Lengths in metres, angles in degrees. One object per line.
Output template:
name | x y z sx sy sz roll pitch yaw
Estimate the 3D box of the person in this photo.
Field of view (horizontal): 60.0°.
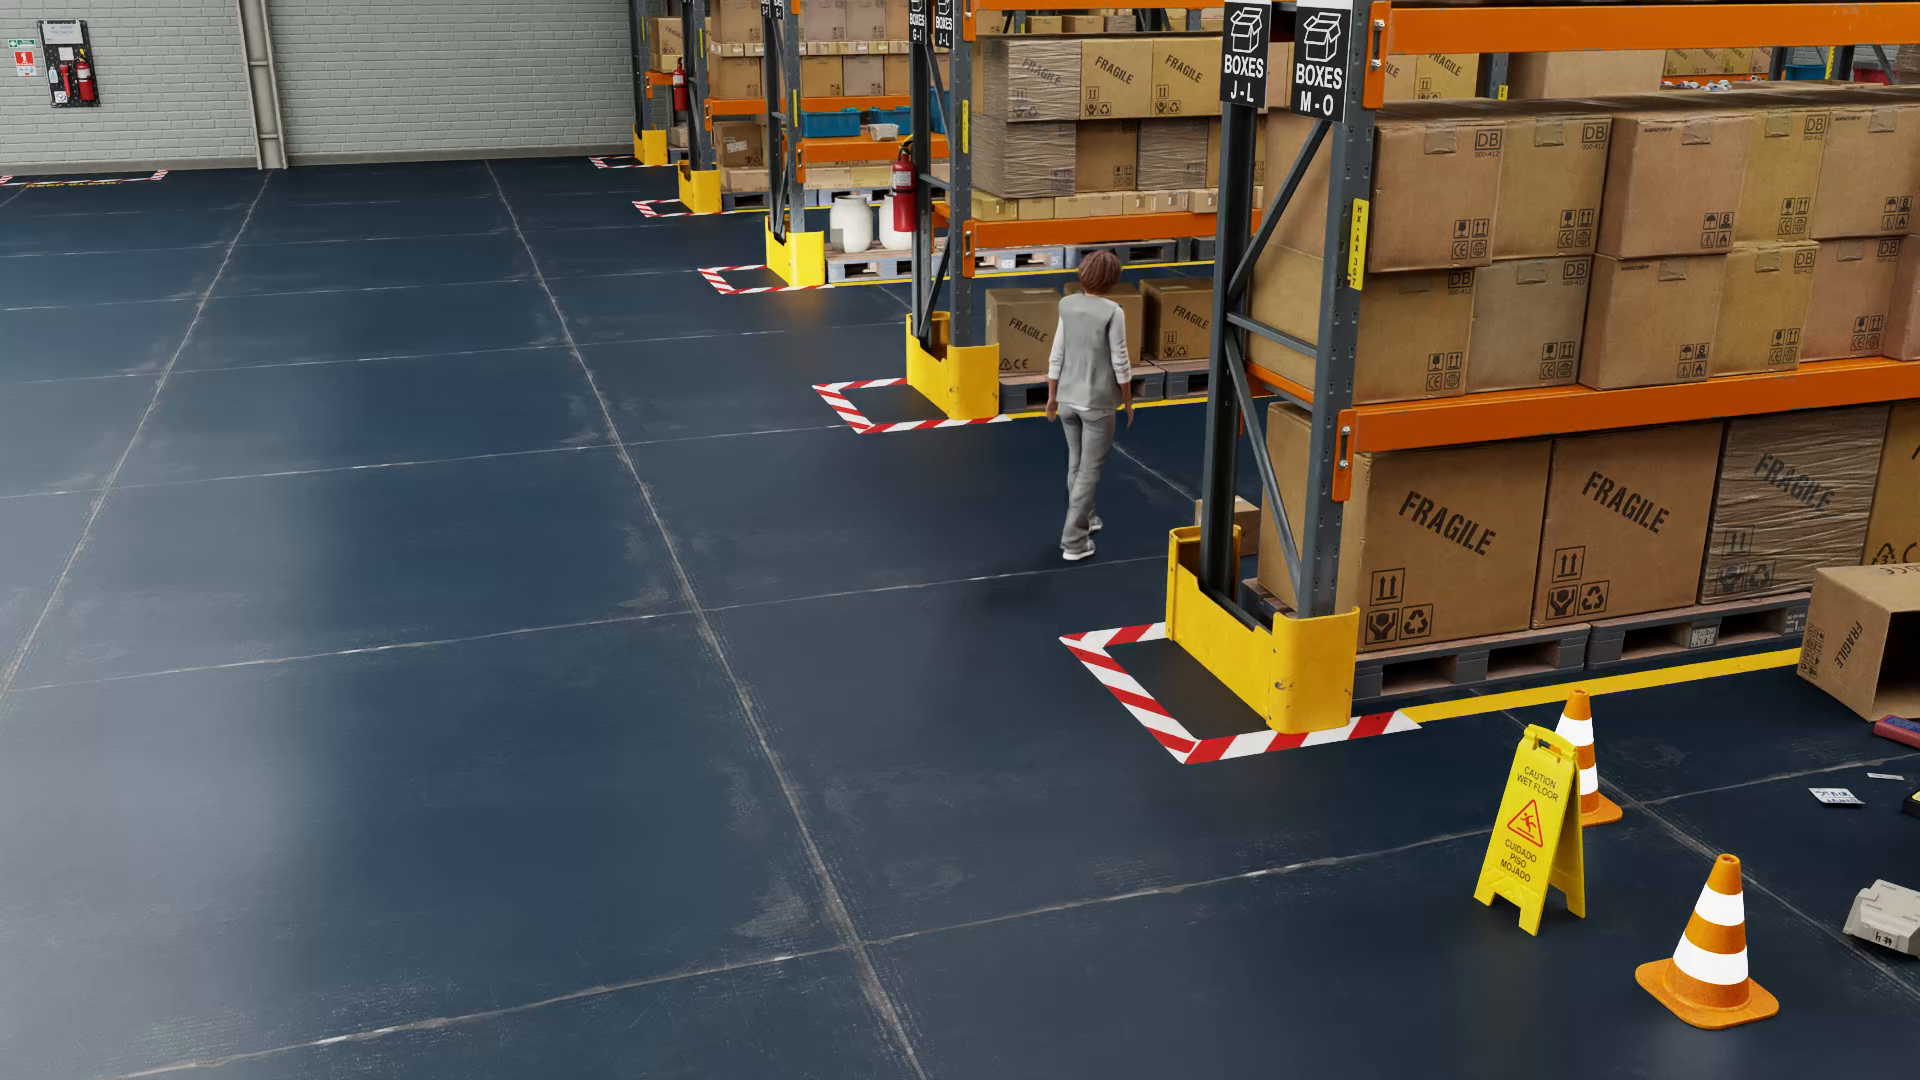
person | 0.705 -0.713 8.554 0.459 1.590 0.636 16 25 38
